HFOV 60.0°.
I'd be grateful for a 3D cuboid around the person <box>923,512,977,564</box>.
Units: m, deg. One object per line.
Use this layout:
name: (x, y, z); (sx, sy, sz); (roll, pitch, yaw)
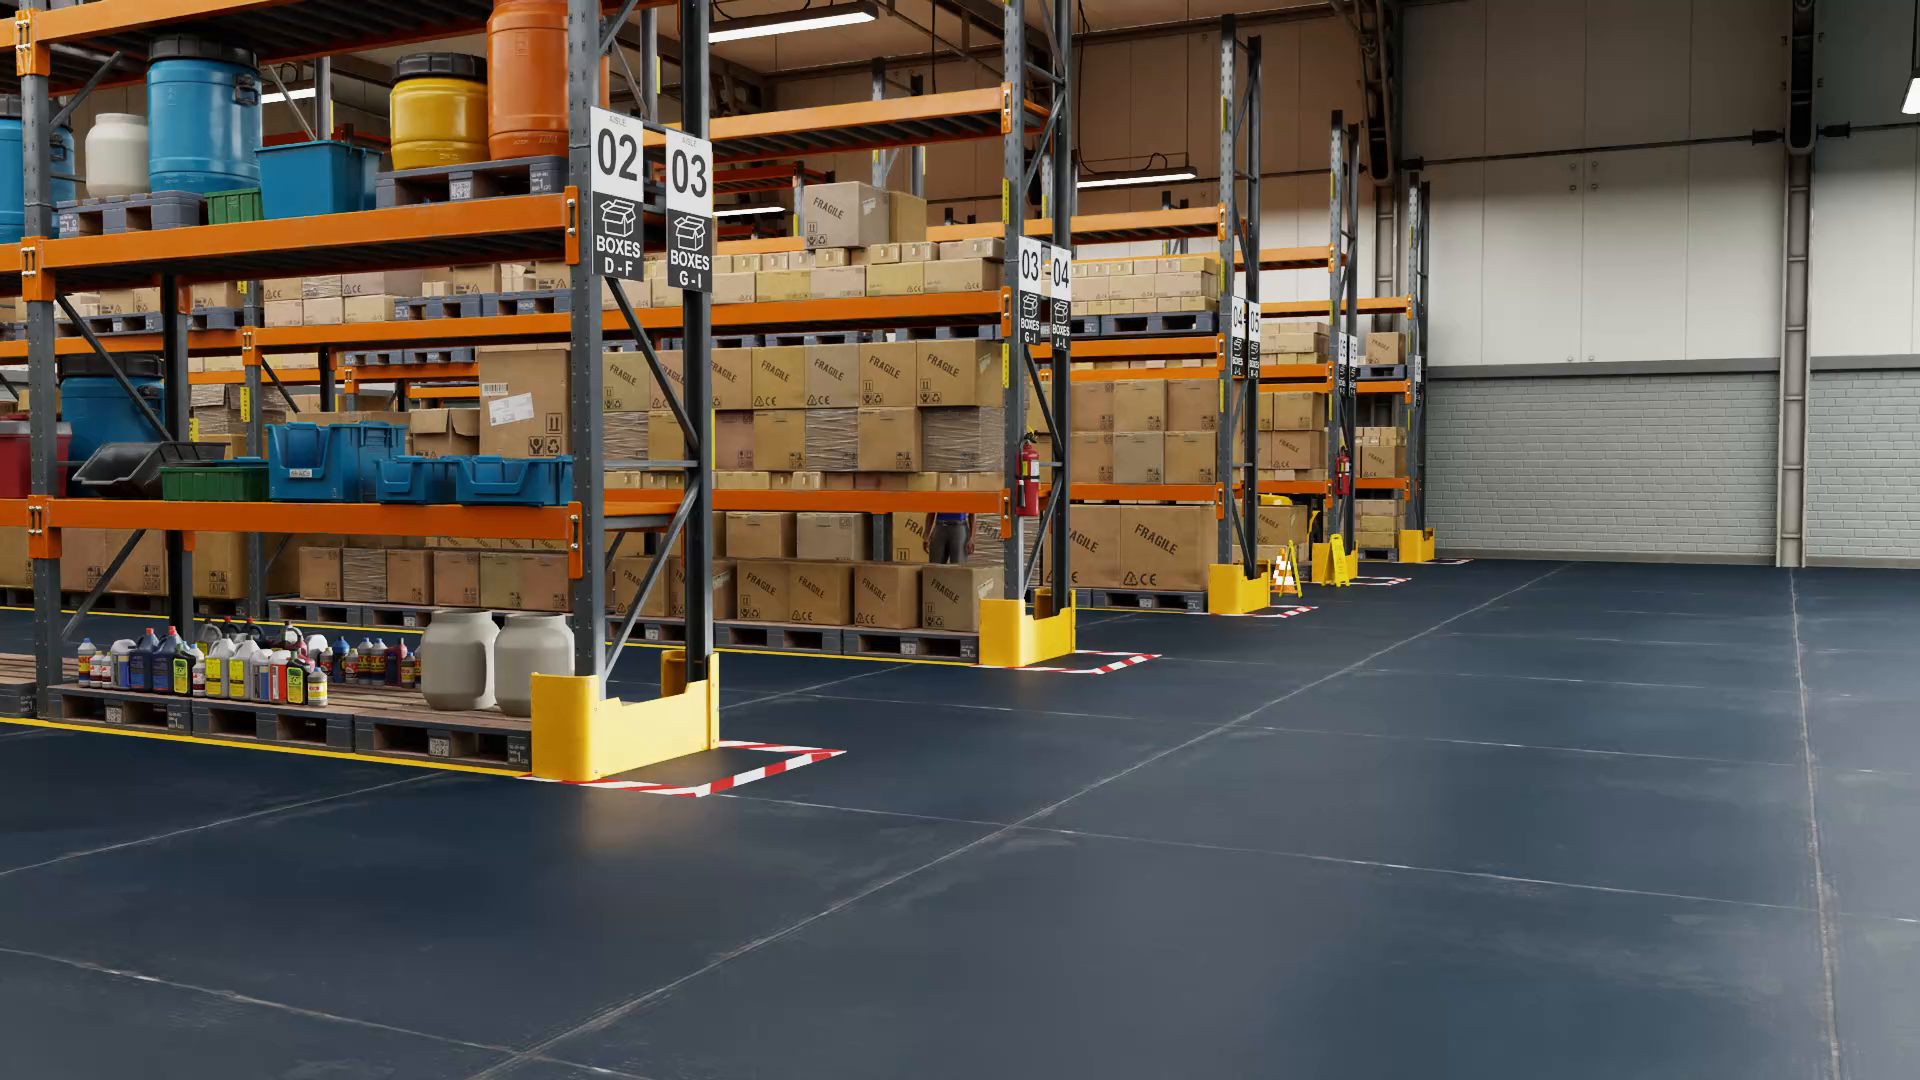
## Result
person: (-0.093, -0.042, 15.173); (0.503, 1.586, 0.349); (1, 3, 24)
